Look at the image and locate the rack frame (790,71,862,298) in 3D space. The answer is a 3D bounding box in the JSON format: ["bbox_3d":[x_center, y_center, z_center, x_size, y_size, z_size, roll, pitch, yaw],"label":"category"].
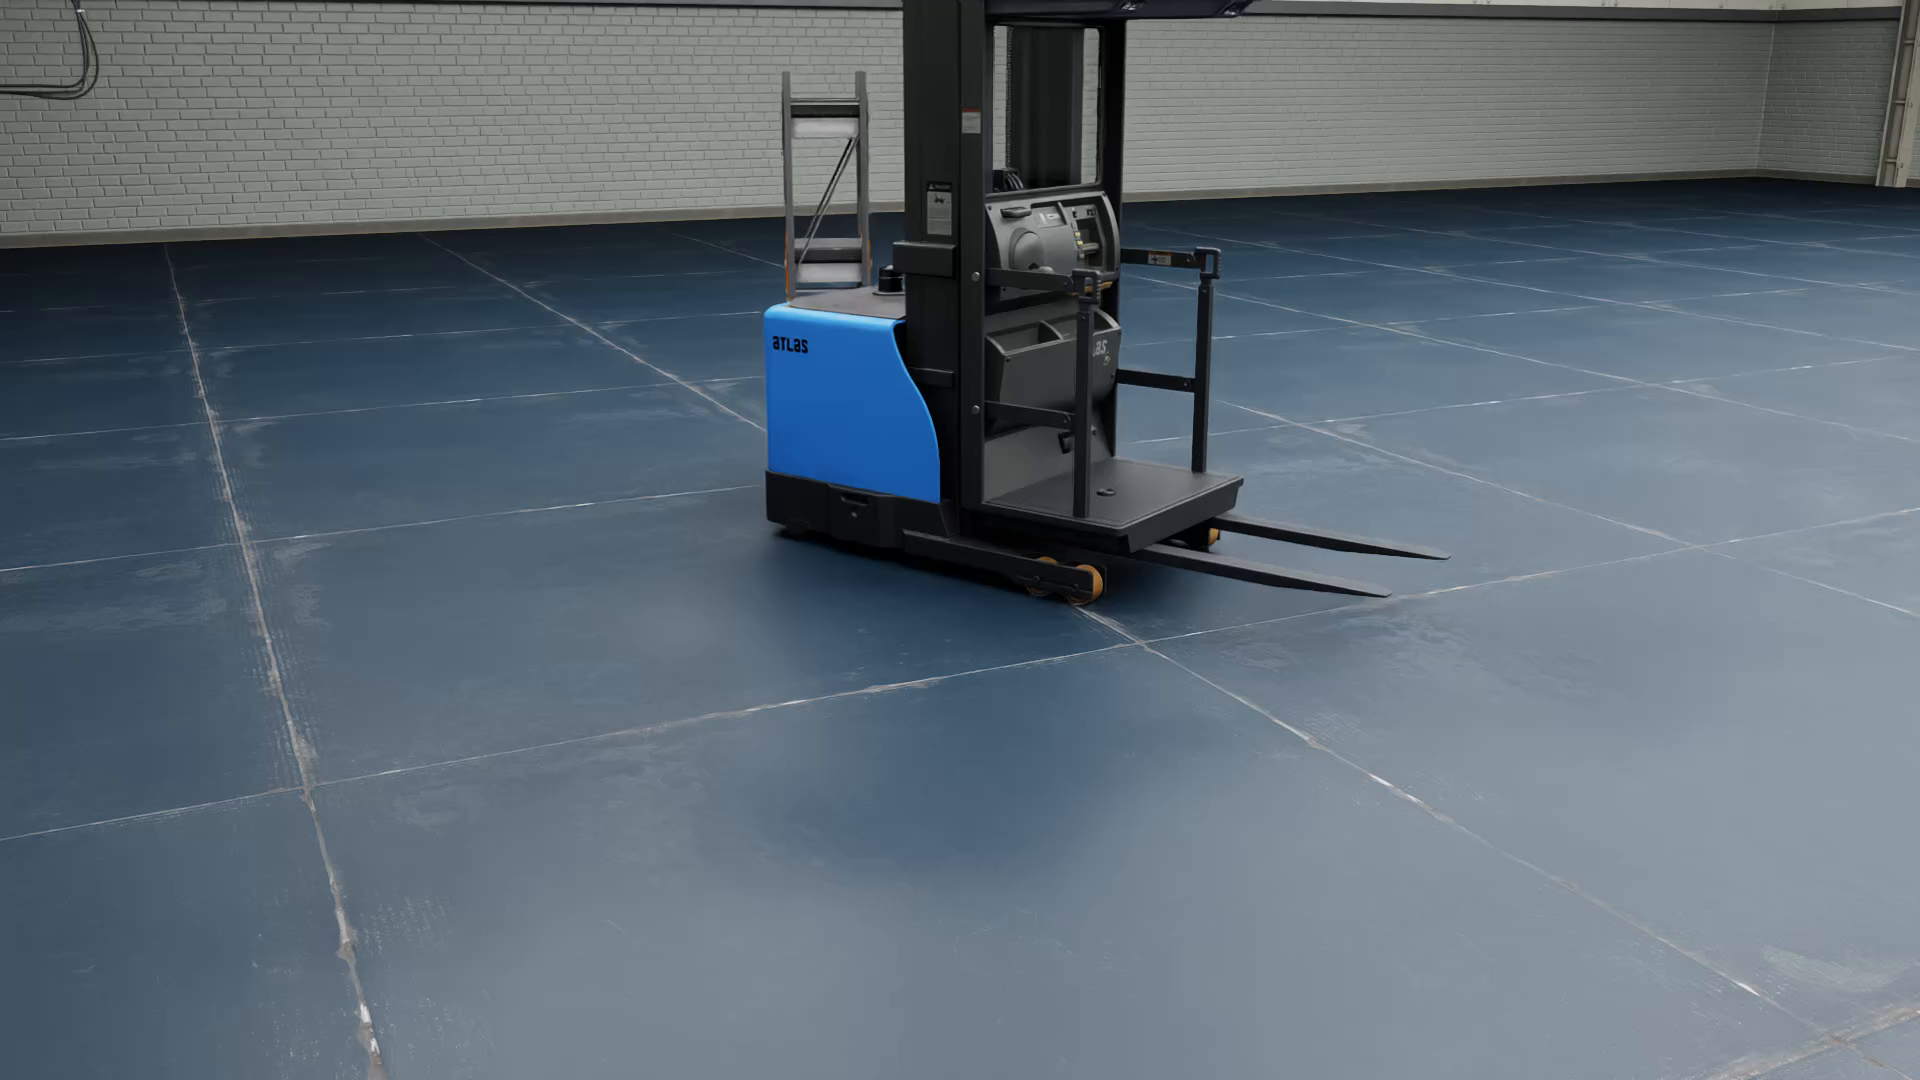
[{"bbox_3d":[-0.699,-1.374,8.732,0.400,2.100,0.015,-2,16,-5],"label":"rack frame"}]

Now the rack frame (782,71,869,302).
[{"bbox_3d":[-0.651,-1.240,8.265,0.400,2.100,0.015,-2,16,-5],"label":"rack frame"}]

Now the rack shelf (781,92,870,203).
[{"bbox_3d":[-0.675,-1.967,8.309,0.431,0.518,0.480,-2,16,-5],"label":"rack shelf"}]

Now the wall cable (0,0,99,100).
[{"bbox_3d":[-11.661,-6.284,18.963,3.097,2.526,0.112,-8,18,-25],"label":"wall cable"}]

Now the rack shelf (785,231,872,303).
[{"bbox_3d":[-0.675,-1.294,8.502,0.431,0.518,0.480,-2,16,-5],"label":"rack shelf"}]

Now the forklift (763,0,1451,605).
[{"bbox_3d":[0.573,-1.307,6.992,3.031,2.935,1.130,12,20,35],"label":"forklift"}]

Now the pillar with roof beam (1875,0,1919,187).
[{"bbox_3d":[12.887,-10.172,26.884,9.100,9.000,0.400,-8,18,-25],"label":"pillar with roof beam"}]

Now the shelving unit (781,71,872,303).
[{"bbox_3d":[-0.675,-1.307,8.499,0.431,2.100,0.503,-2,16,-5],"label":"shelving unit"}]
